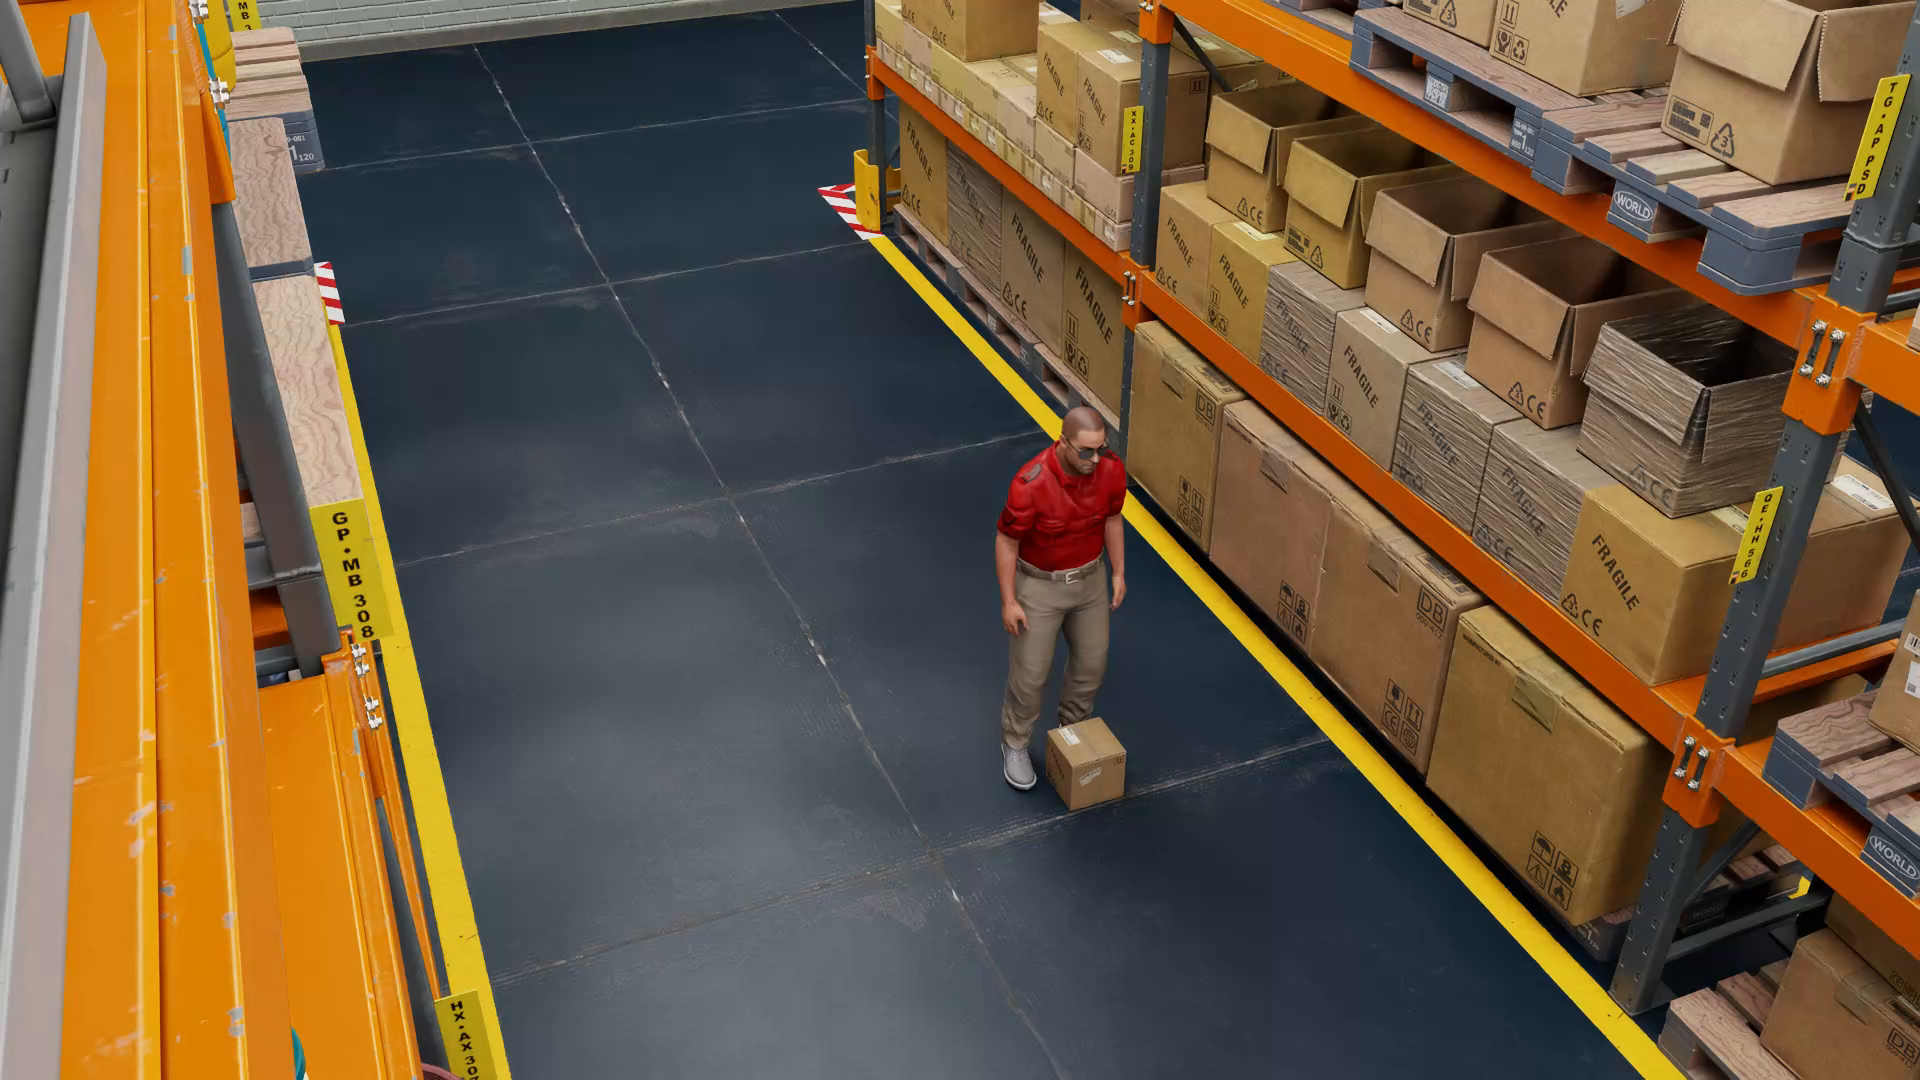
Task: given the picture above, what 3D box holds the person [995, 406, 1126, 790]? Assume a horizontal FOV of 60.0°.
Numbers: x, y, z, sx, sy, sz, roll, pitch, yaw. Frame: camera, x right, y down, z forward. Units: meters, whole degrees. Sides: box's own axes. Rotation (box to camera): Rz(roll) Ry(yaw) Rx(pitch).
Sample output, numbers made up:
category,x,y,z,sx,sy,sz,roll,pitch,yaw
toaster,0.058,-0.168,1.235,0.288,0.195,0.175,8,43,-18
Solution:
category,x,y,z,sx,sy,sz,roll,pitch,yaw
person,0.425,0.205,6.840,0.589,1.725,0.382,-15,36,-21
